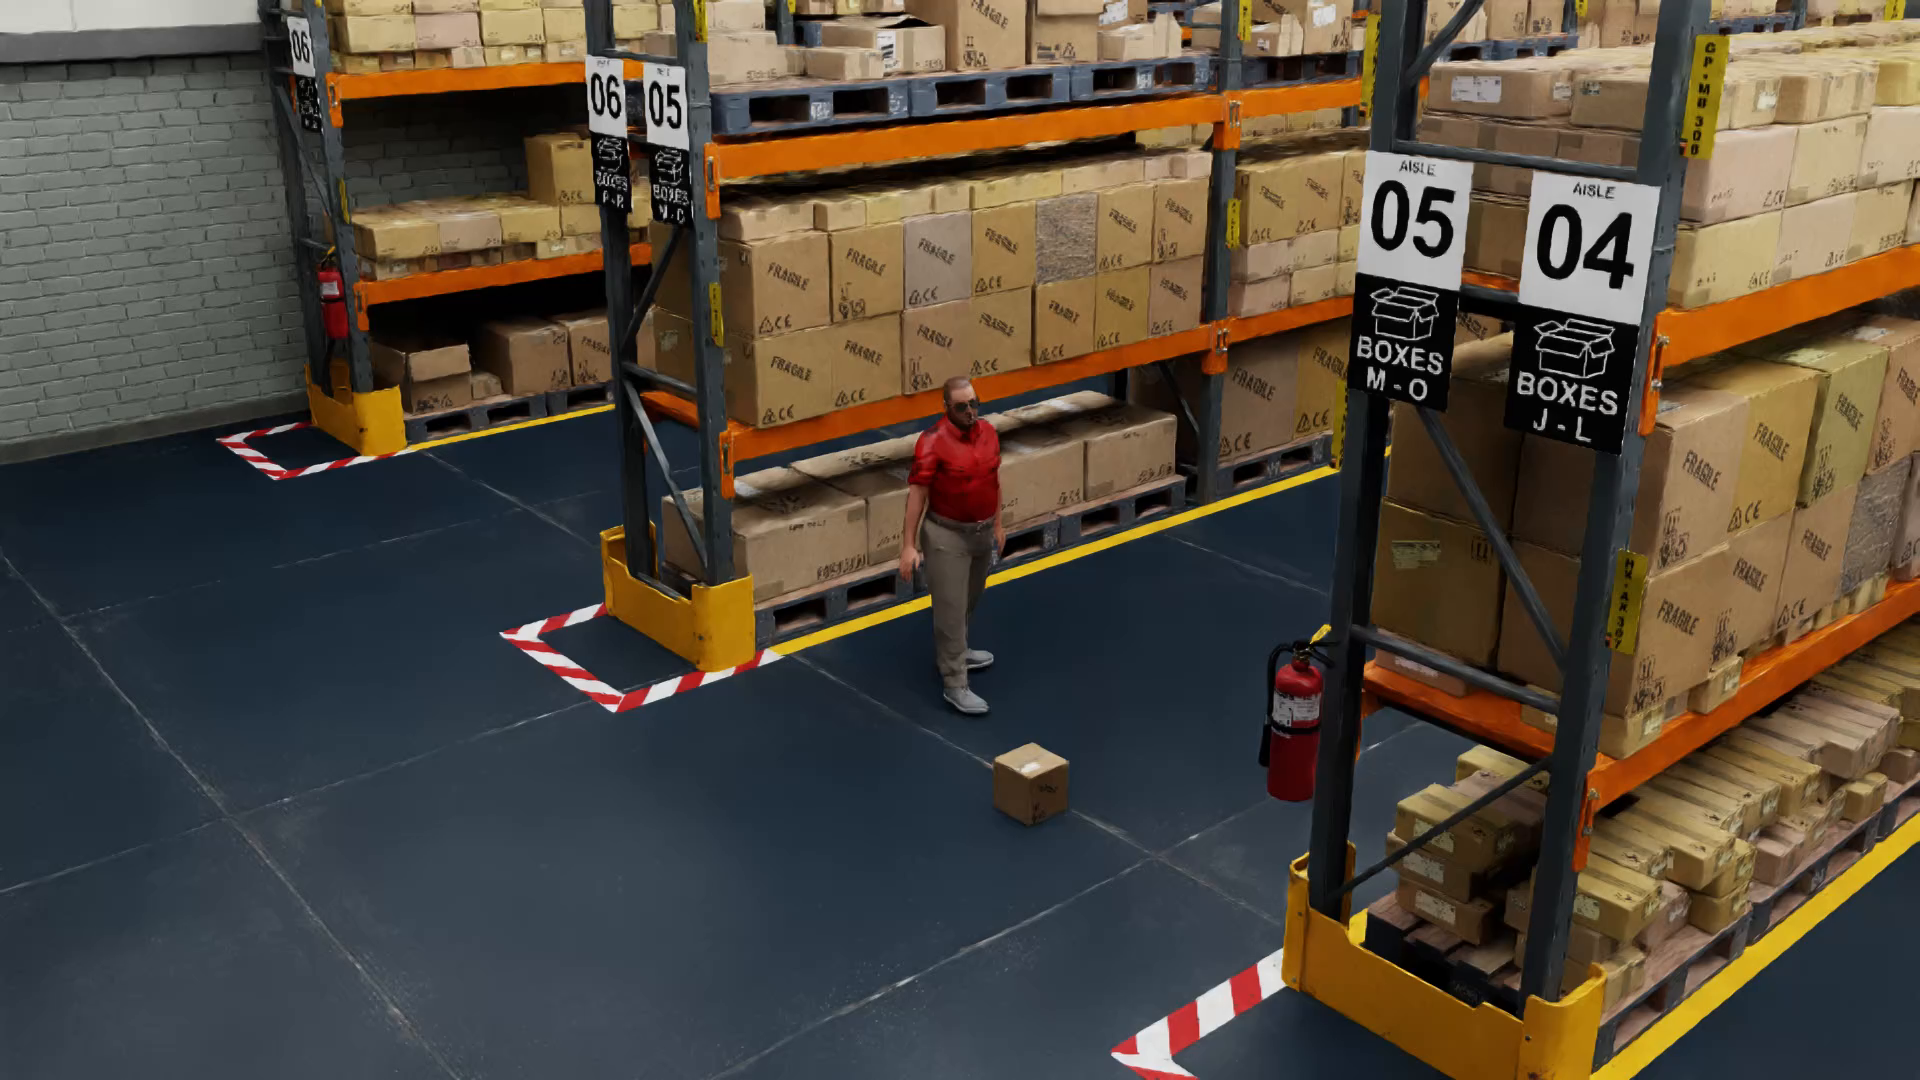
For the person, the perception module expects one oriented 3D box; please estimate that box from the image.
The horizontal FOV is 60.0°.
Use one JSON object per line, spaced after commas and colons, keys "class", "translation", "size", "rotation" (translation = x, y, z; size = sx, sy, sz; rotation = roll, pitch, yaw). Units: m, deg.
{"class": "person", "translation": [-0.004, -0.001, 8.581], "size": [0.631, 1.716, 0.756], "rotation": [19, 28, 40]}
